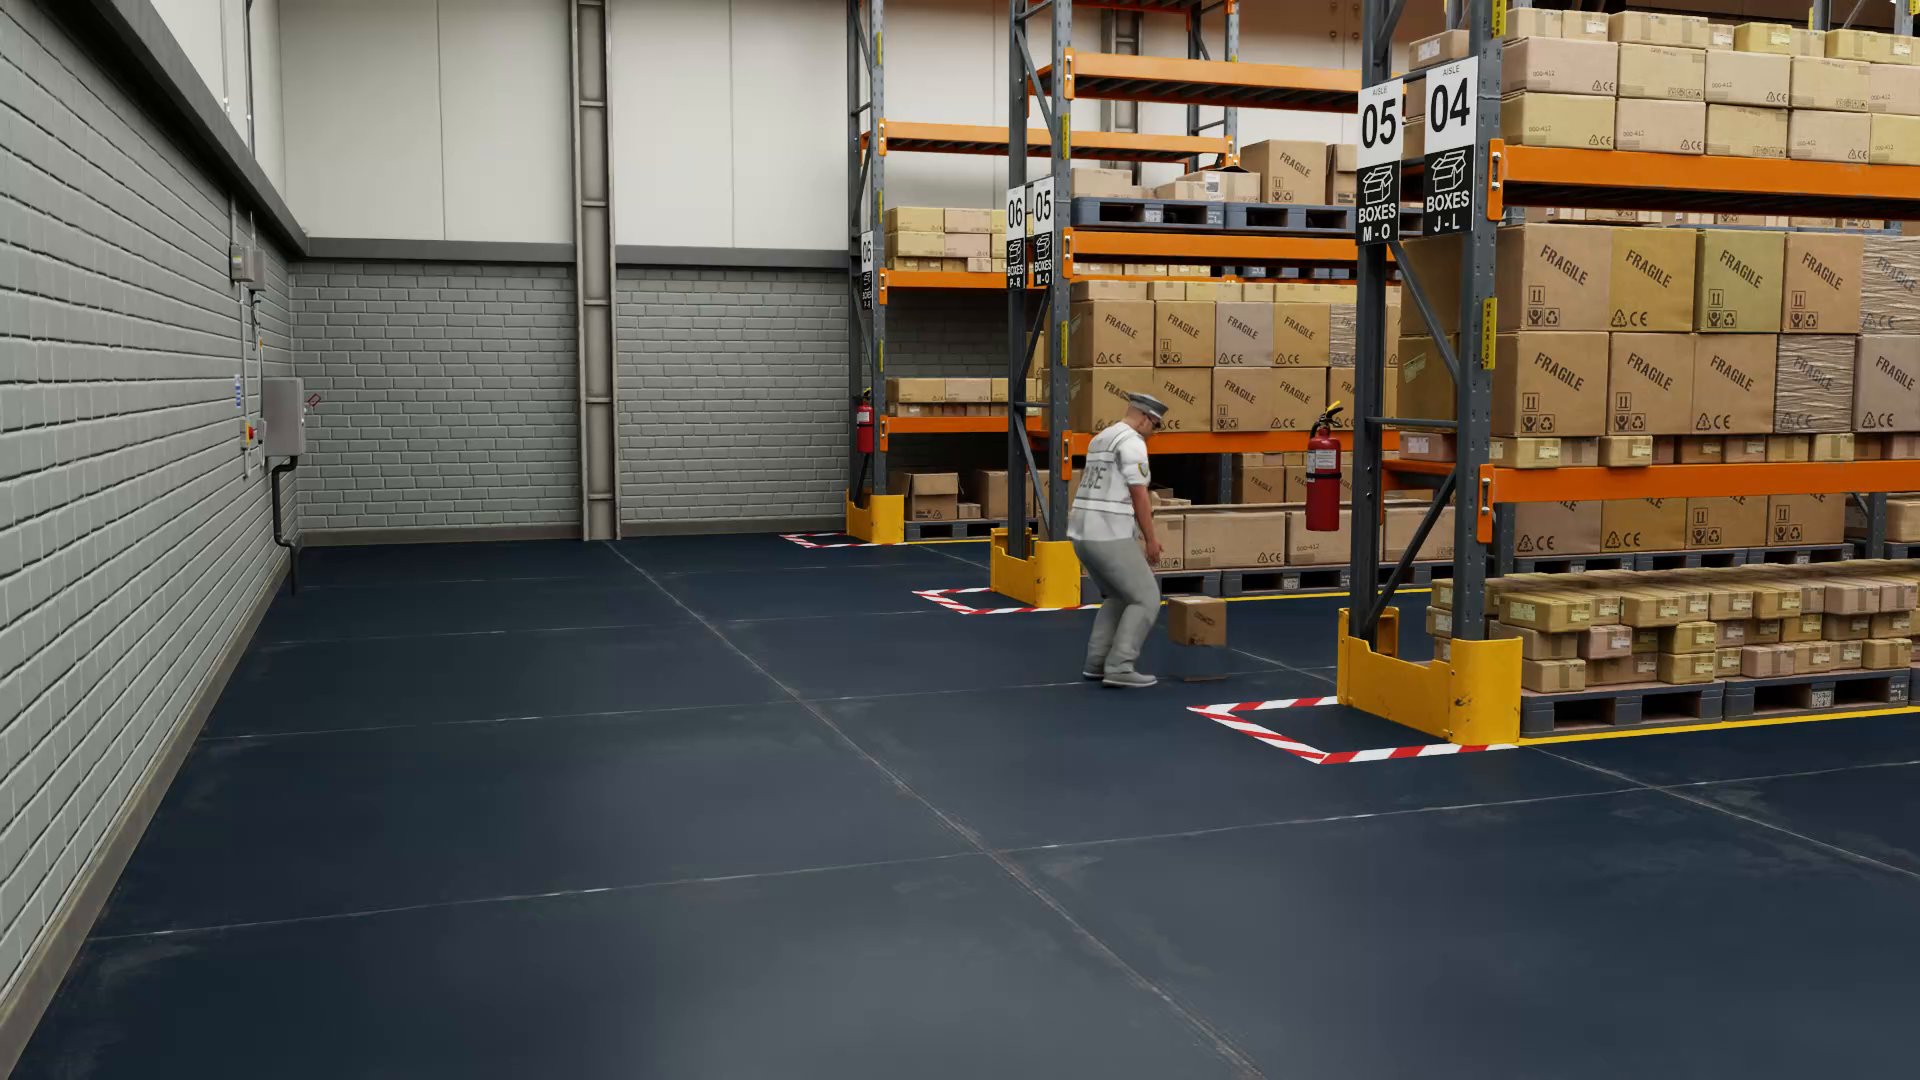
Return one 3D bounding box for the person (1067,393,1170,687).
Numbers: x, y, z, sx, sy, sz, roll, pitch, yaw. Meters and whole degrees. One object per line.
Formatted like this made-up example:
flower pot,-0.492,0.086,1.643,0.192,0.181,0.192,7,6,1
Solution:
person,0.904,-0.008,9.453,0.585,1.650,0.571,-2,6,-17
